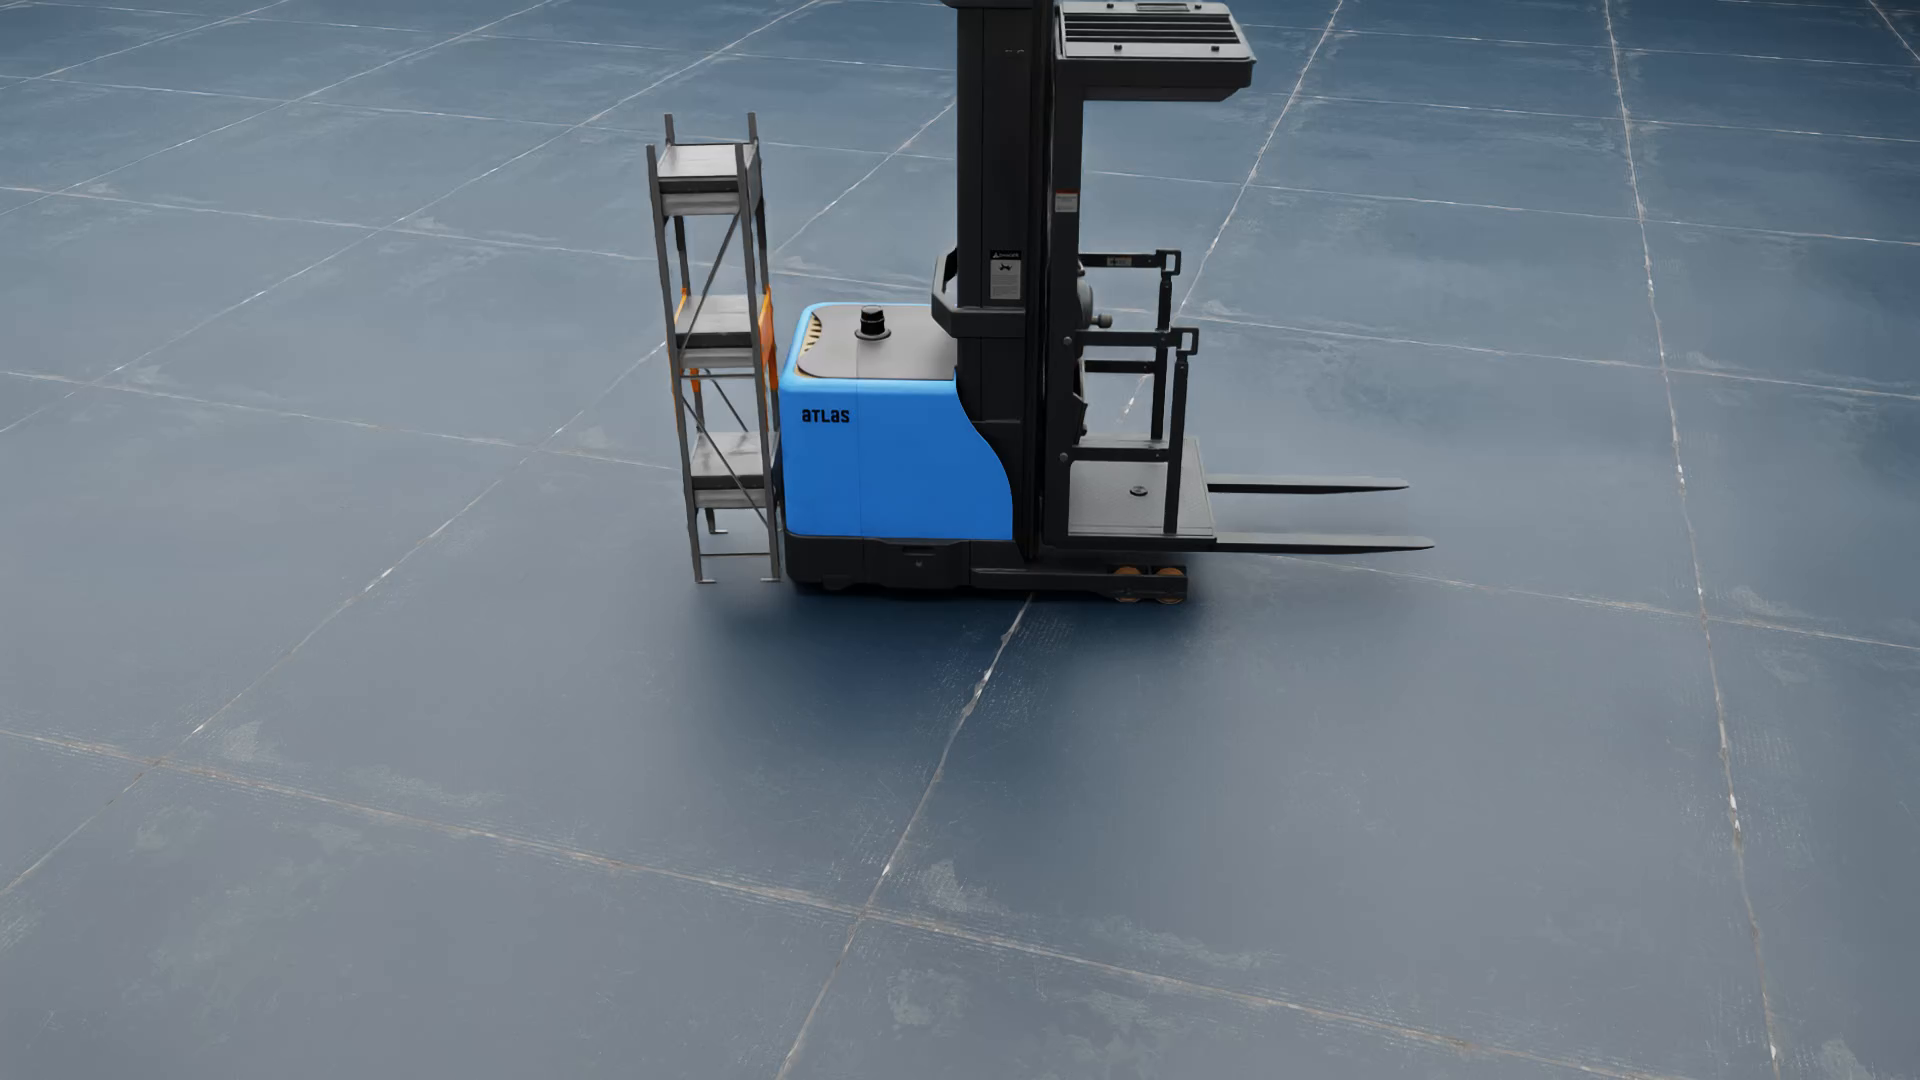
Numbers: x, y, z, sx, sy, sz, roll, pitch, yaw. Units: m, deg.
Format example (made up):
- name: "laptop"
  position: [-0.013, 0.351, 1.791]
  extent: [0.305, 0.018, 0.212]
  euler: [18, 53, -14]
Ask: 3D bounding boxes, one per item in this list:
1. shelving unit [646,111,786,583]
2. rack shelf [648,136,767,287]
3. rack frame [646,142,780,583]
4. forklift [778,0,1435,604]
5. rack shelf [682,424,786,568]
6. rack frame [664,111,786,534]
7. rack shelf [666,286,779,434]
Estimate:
- name: "shelving unit"
  position: [-1.075, -0.837, 7.585]
  extent: [0.431, 2.100, 0.503]
  euler: [-1, 29, 0]
- name: "rack shelf"
  position: [-1.089, -1.437, 7.251]
  extent: [0.431, 0.518, 0.480]
  euler: [-1, 29, 0]
- name: "rack frame"
  position: [-1.074, -0.719, 7.372]
  extent: [0.400, 2.100, 0.015]
  euler: [-1, 29, 0]
- name: "forklift"
  position: [0.712, -1.248, 7.479]
  extent: [3.031, 2.935, 1.130]
  euler: [1, 29, 2]
- name: "rack shelf"
  position: [-1.060, -0.214, 7.933]
  extent: [0.431, 0.518, 0.480]
  euler: [-1, 29, 0]
- name: "rack frame"
  position: [-1.076, -0.956, 7.798]
  extent: [0.400, 2.100, 0.015]
  euler: [-1, 29, 0]
- name: "rack shelf"
  position: [-1.075, -0.825, 7.592]
  extent: [0.431, 0.518, 0.480]
  euler: [-1, 29, 0]
